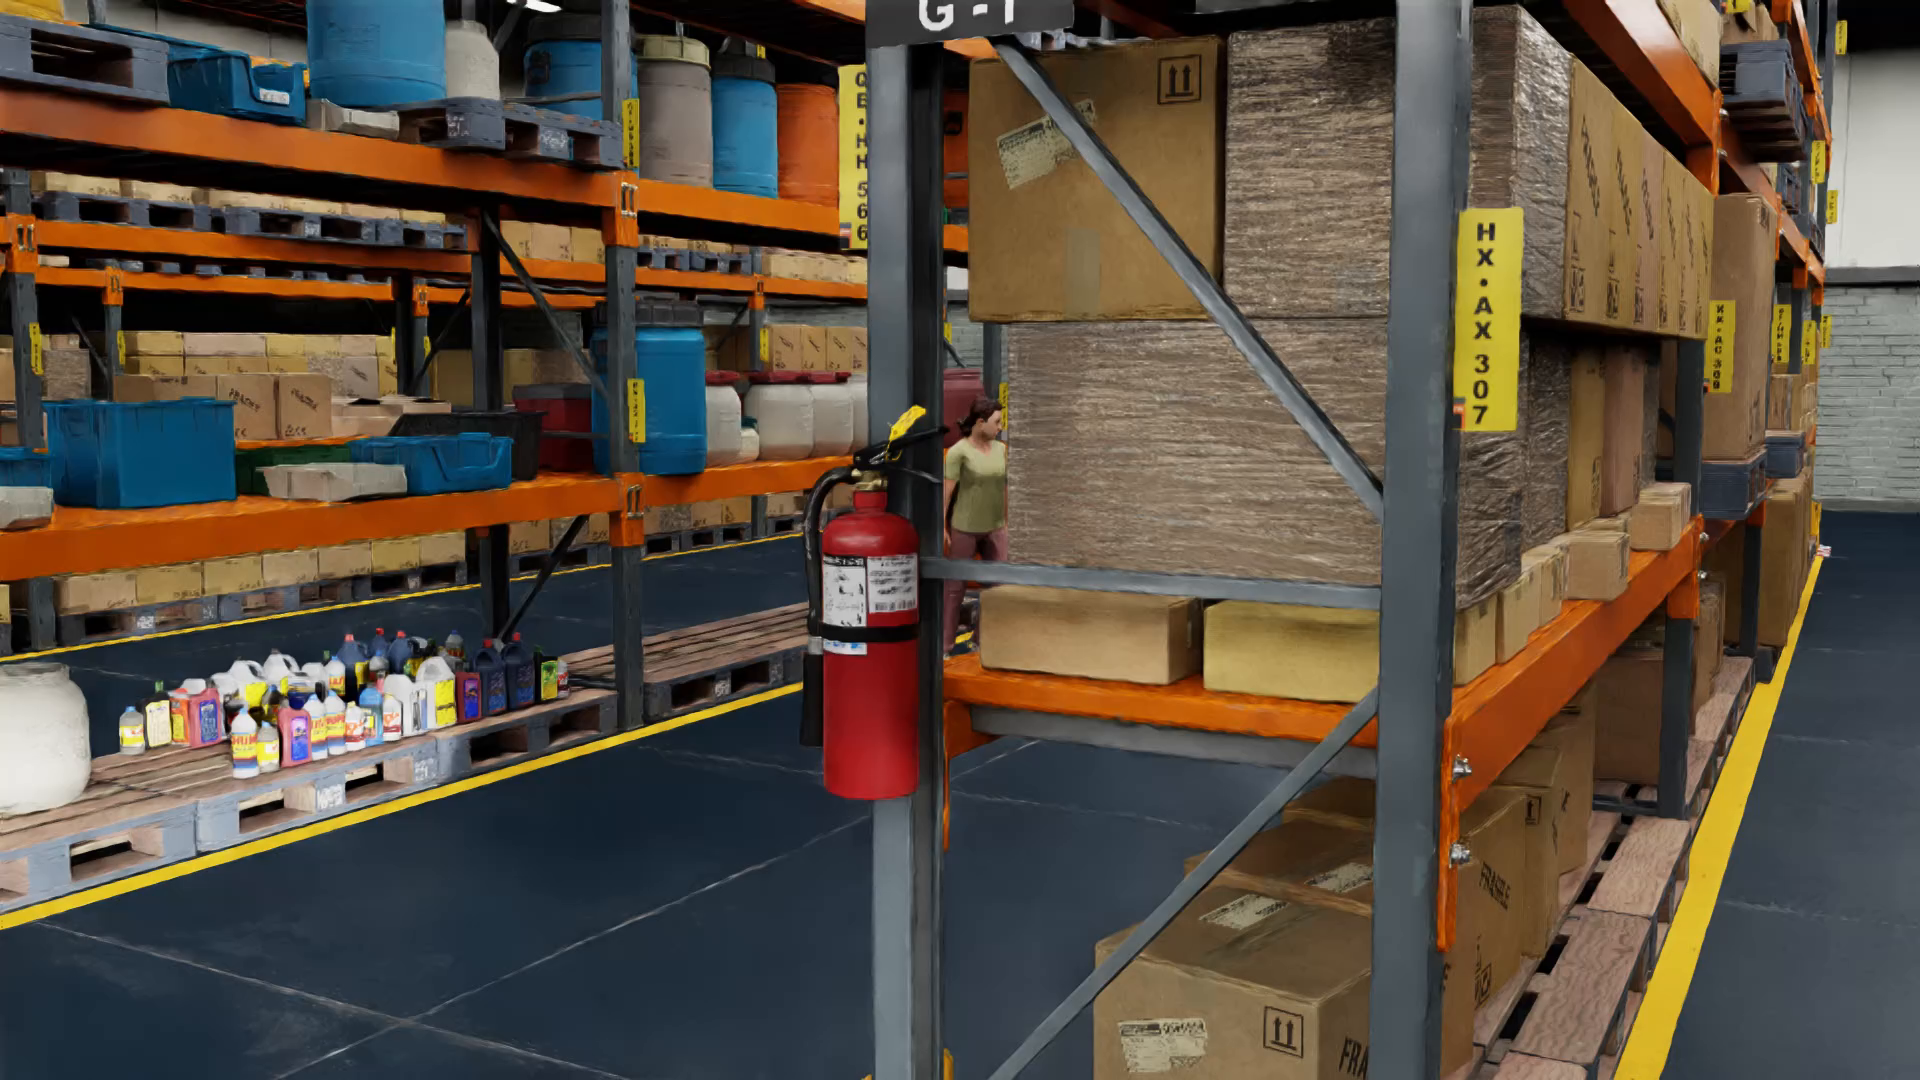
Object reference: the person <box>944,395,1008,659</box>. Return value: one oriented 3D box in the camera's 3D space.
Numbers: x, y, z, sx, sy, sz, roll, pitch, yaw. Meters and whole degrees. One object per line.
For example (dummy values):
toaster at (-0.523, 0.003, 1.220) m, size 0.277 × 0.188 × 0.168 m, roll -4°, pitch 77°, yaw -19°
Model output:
person at (0.073, -0.035, 10.183) m, size 0.572 × 1.668 × 0.383 m, roll -3°, pitch 7°, yaw -24°
